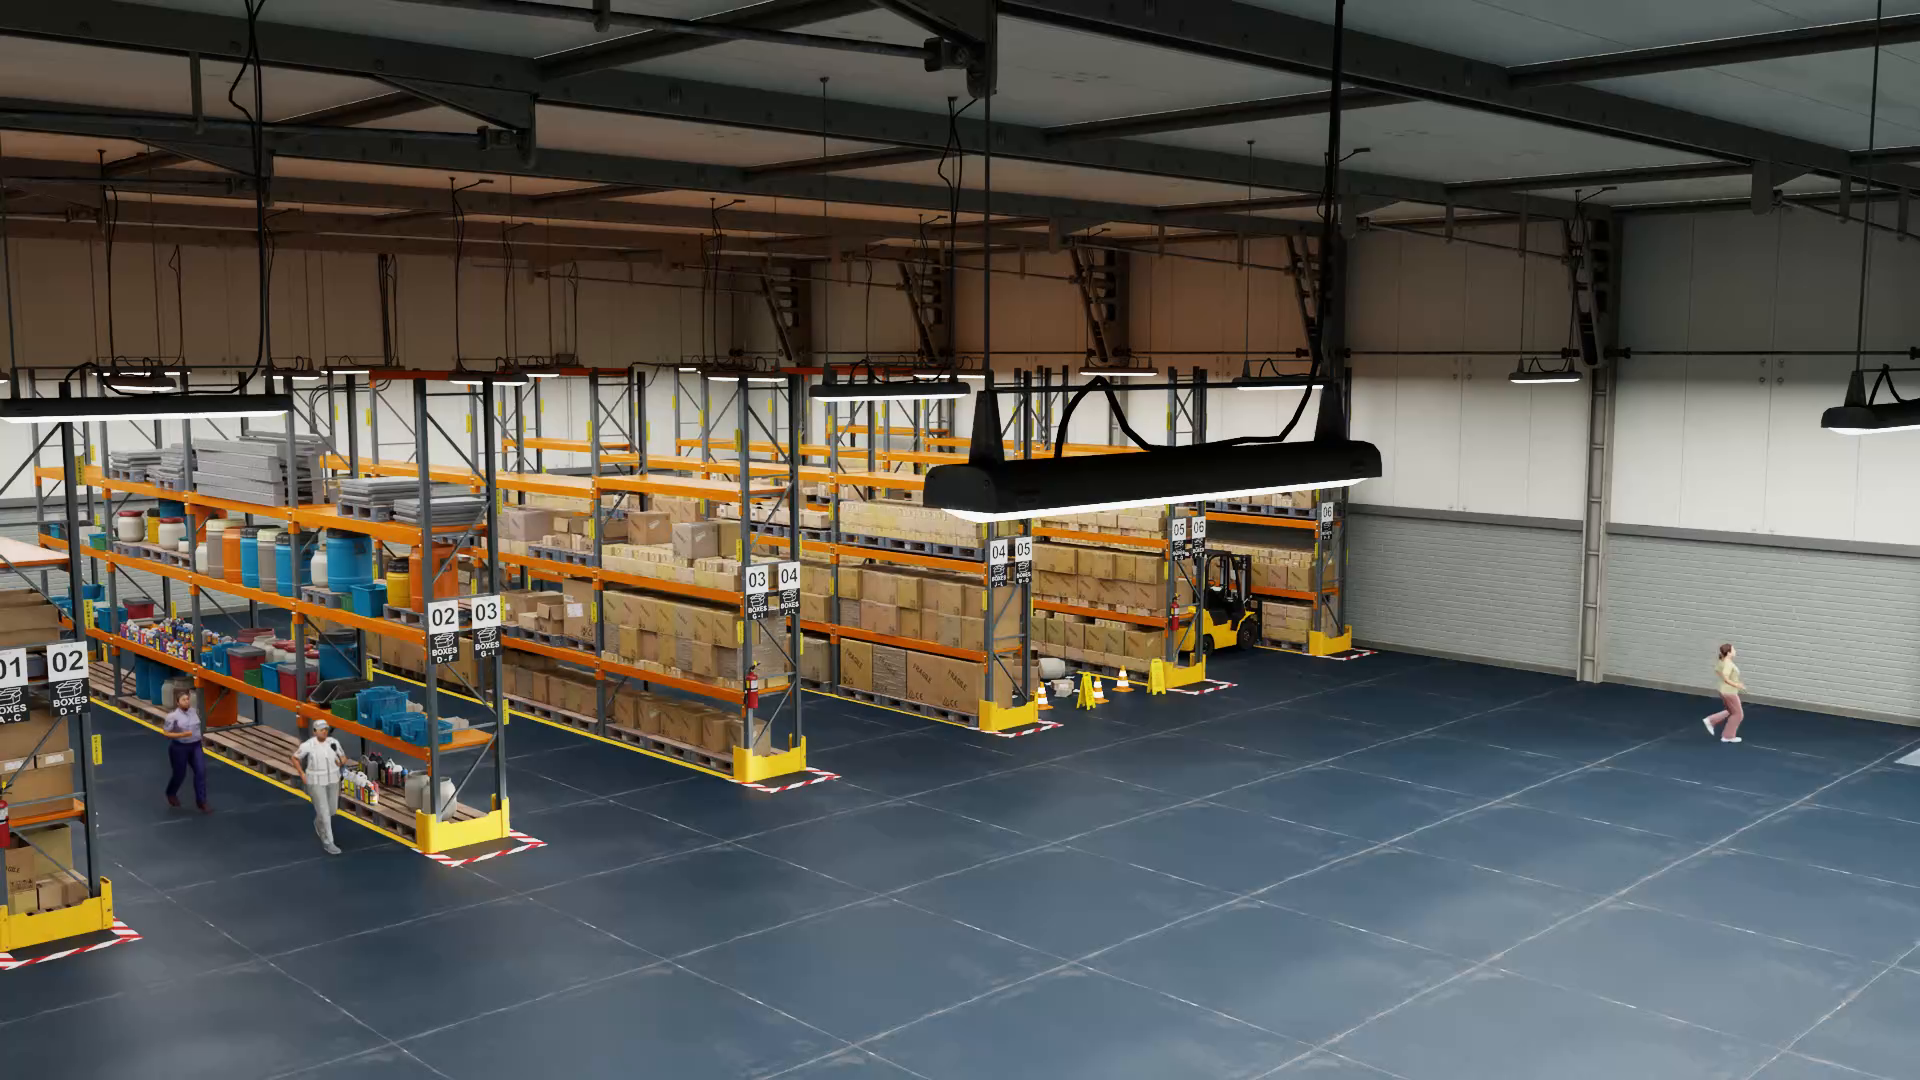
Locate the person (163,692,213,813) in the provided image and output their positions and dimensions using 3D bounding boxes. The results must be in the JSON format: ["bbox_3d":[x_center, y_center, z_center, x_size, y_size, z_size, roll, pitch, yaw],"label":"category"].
[{"bbox_3d":[-10.663,2.907,22.914,0.880,1.647,0.608,5,8,37],"label":"person"}]

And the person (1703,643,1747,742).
[{"bbox_3d":[12.428,2.478,27.019,0.579,1.618,0.578,1,7,11],"label":"person"}]

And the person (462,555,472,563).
[{"bbox_3d":[-11.382,1.162,38.163,0.701,1.777,0.668,-3,7,-23],"label":"person"}]

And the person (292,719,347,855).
[{"bbox_3d":[-8.125,3.100,21.210,0.943,1.650,0.608,6,9,43],"label":"person"}]
